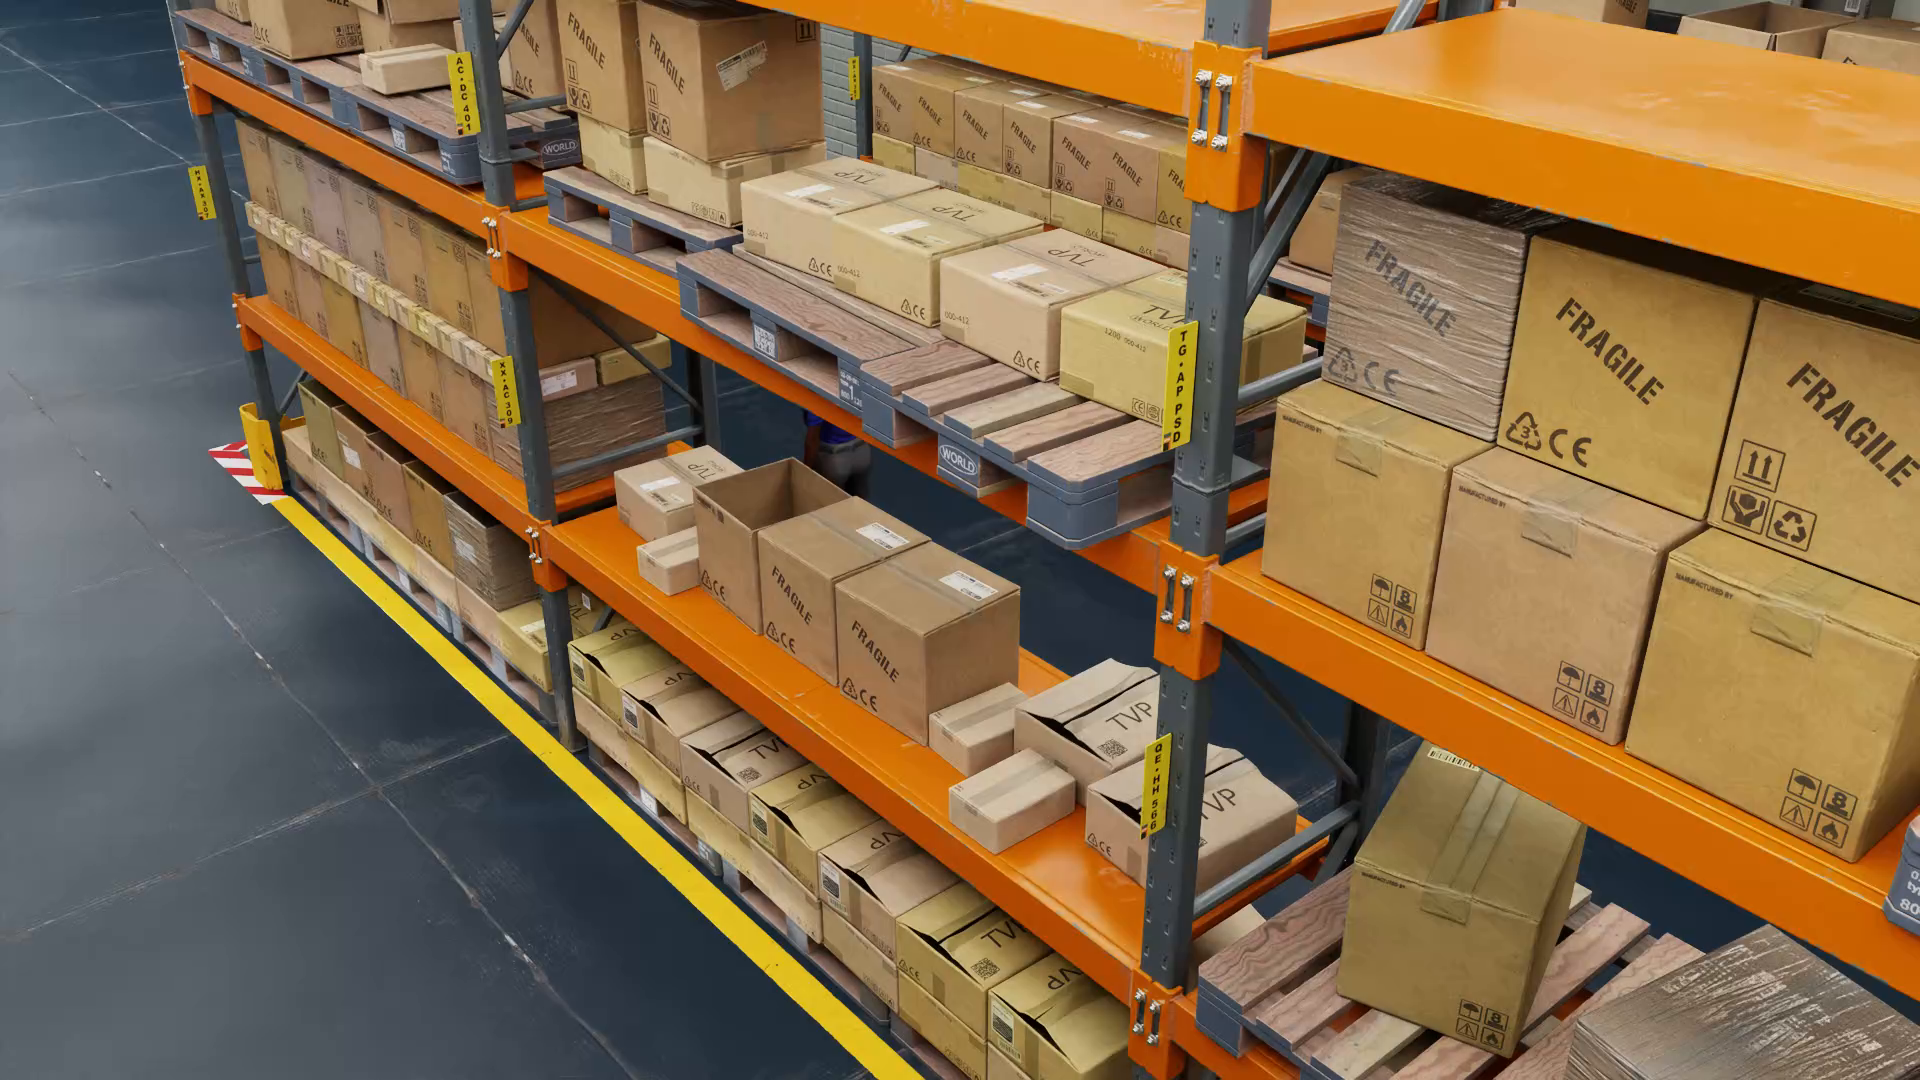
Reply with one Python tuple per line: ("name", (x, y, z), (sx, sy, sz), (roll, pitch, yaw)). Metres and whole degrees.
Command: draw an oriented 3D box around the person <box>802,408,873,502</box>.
("person", (-0.696, -0.456, 9.475), (0.520, 1.653, 0.349), (-24, 36, -37))
